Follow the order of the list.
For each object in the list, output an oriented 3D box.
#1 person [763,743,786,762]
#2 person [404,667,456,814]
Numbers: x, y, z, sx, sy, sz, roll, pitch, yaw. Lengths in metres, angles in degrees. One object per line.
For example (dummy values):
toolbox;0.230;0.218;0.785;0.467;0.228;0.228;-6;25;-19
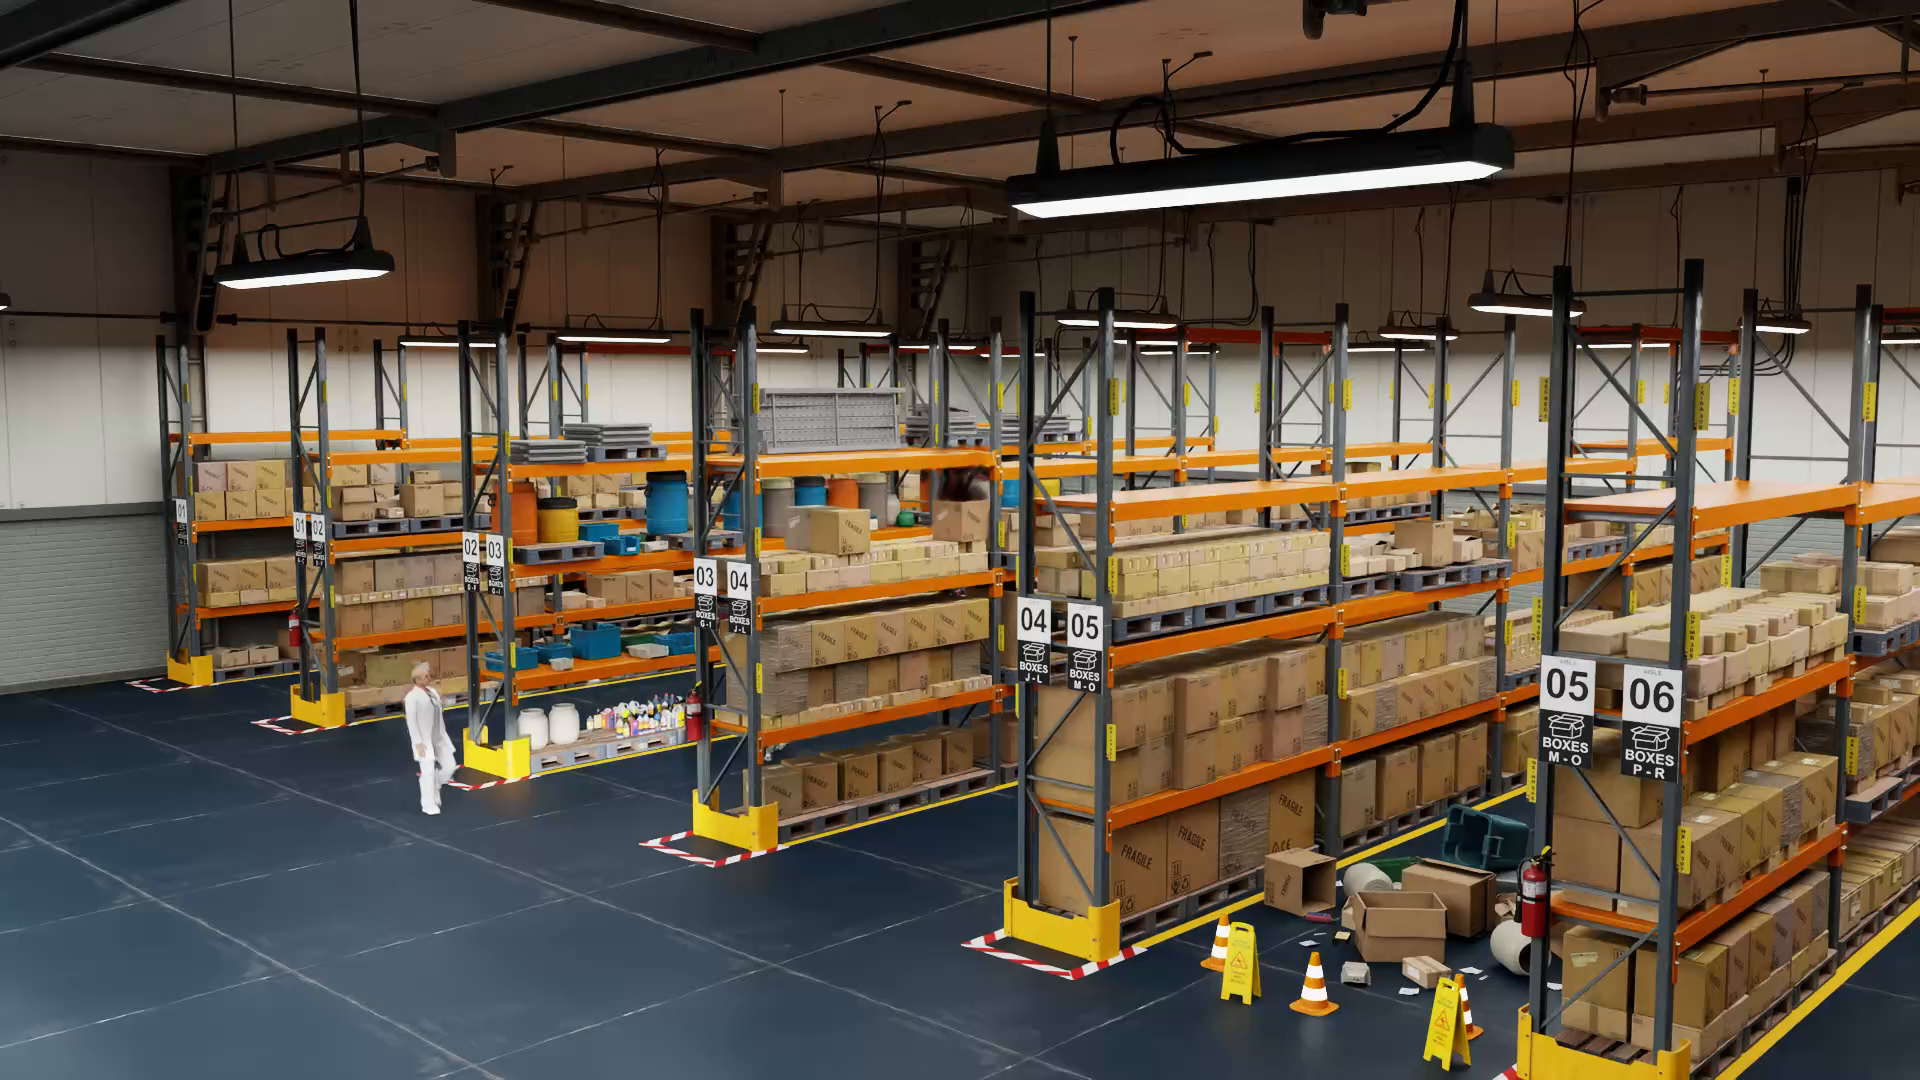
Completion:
person;-2.591;2.243;22.977;0.387;1.535;0.908;2;6;21
person;-6.403;2.394;19.968;0.573;1.756;0.593;5;7;43
